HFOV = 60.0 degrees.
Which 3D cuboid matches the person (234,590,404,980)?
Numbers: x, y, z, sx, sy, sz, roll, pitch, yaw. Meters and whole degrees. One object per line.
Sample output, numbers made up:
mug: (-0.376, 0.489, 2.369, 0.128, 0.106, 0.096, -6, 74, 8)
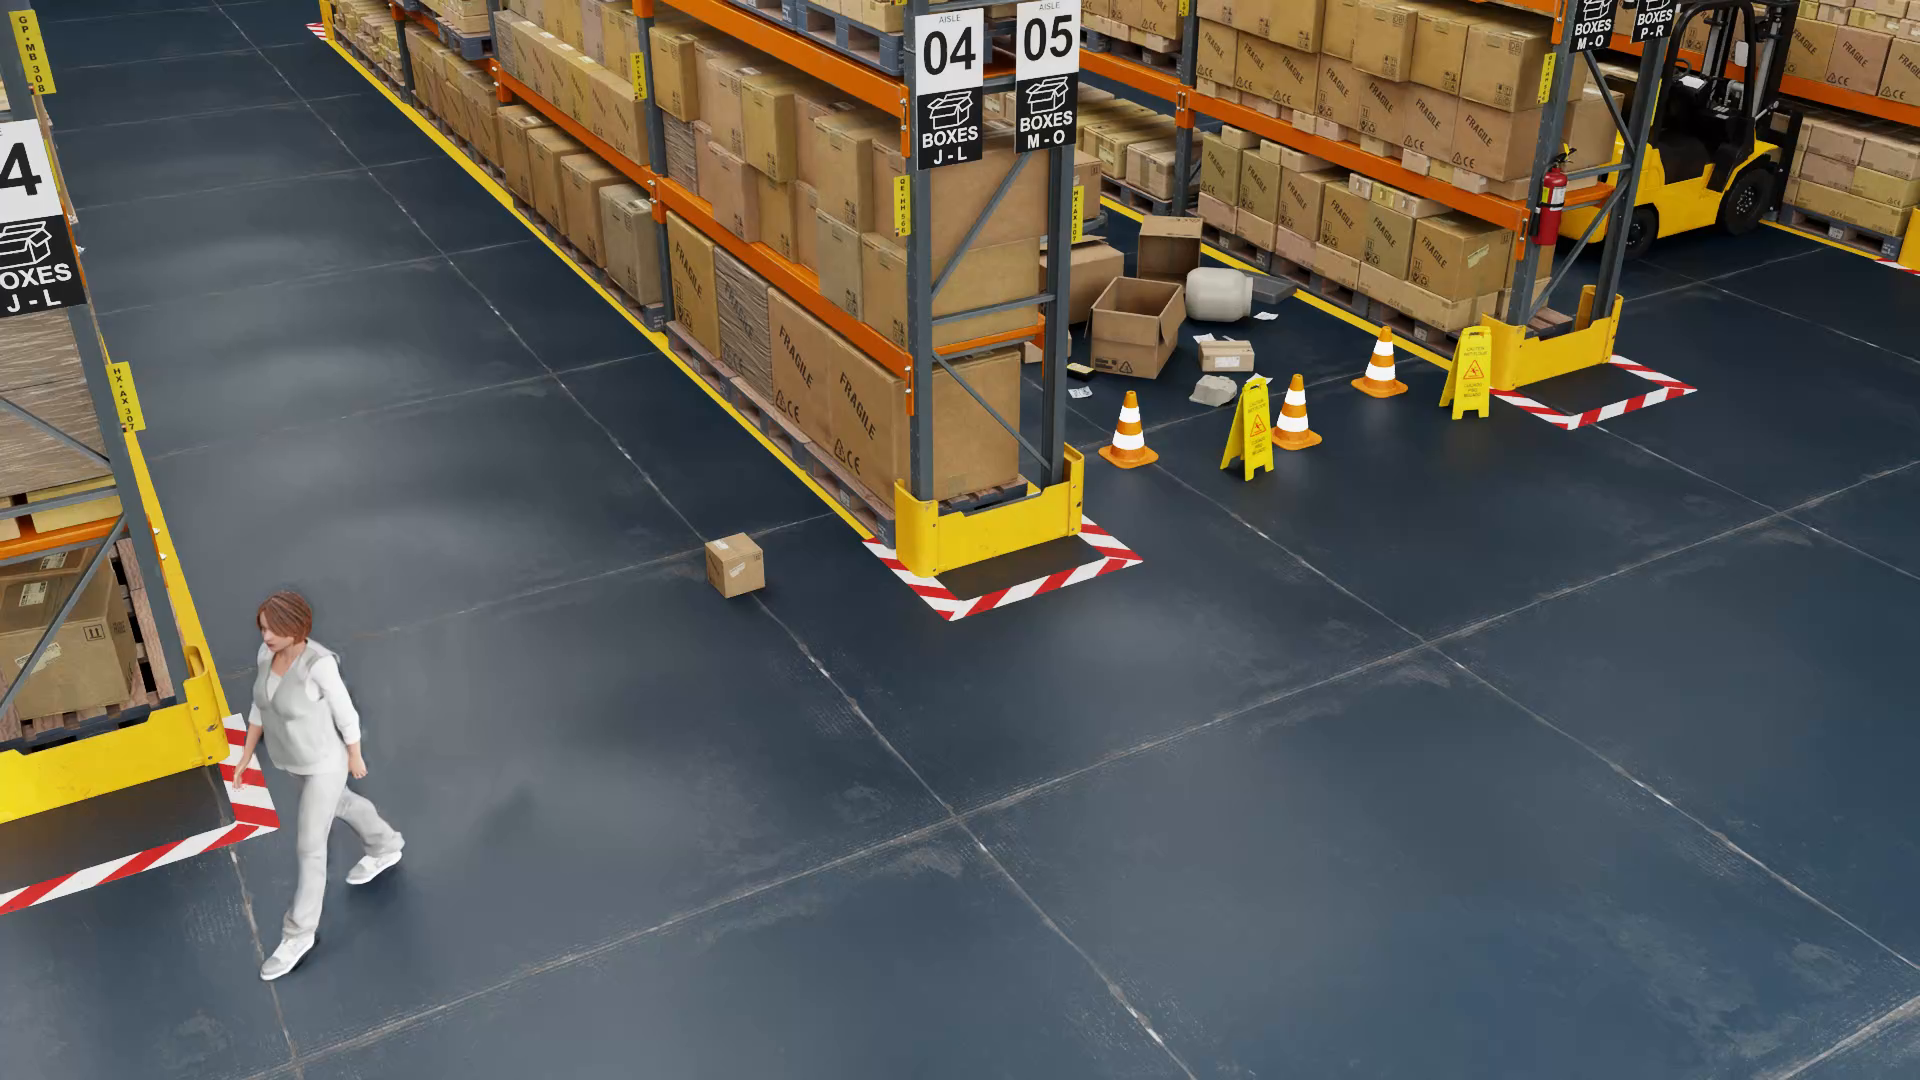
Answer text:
person: (-2.758, 0.936, 6.870, 0.426, 1.557, 0.866, 17, 34, 28)
